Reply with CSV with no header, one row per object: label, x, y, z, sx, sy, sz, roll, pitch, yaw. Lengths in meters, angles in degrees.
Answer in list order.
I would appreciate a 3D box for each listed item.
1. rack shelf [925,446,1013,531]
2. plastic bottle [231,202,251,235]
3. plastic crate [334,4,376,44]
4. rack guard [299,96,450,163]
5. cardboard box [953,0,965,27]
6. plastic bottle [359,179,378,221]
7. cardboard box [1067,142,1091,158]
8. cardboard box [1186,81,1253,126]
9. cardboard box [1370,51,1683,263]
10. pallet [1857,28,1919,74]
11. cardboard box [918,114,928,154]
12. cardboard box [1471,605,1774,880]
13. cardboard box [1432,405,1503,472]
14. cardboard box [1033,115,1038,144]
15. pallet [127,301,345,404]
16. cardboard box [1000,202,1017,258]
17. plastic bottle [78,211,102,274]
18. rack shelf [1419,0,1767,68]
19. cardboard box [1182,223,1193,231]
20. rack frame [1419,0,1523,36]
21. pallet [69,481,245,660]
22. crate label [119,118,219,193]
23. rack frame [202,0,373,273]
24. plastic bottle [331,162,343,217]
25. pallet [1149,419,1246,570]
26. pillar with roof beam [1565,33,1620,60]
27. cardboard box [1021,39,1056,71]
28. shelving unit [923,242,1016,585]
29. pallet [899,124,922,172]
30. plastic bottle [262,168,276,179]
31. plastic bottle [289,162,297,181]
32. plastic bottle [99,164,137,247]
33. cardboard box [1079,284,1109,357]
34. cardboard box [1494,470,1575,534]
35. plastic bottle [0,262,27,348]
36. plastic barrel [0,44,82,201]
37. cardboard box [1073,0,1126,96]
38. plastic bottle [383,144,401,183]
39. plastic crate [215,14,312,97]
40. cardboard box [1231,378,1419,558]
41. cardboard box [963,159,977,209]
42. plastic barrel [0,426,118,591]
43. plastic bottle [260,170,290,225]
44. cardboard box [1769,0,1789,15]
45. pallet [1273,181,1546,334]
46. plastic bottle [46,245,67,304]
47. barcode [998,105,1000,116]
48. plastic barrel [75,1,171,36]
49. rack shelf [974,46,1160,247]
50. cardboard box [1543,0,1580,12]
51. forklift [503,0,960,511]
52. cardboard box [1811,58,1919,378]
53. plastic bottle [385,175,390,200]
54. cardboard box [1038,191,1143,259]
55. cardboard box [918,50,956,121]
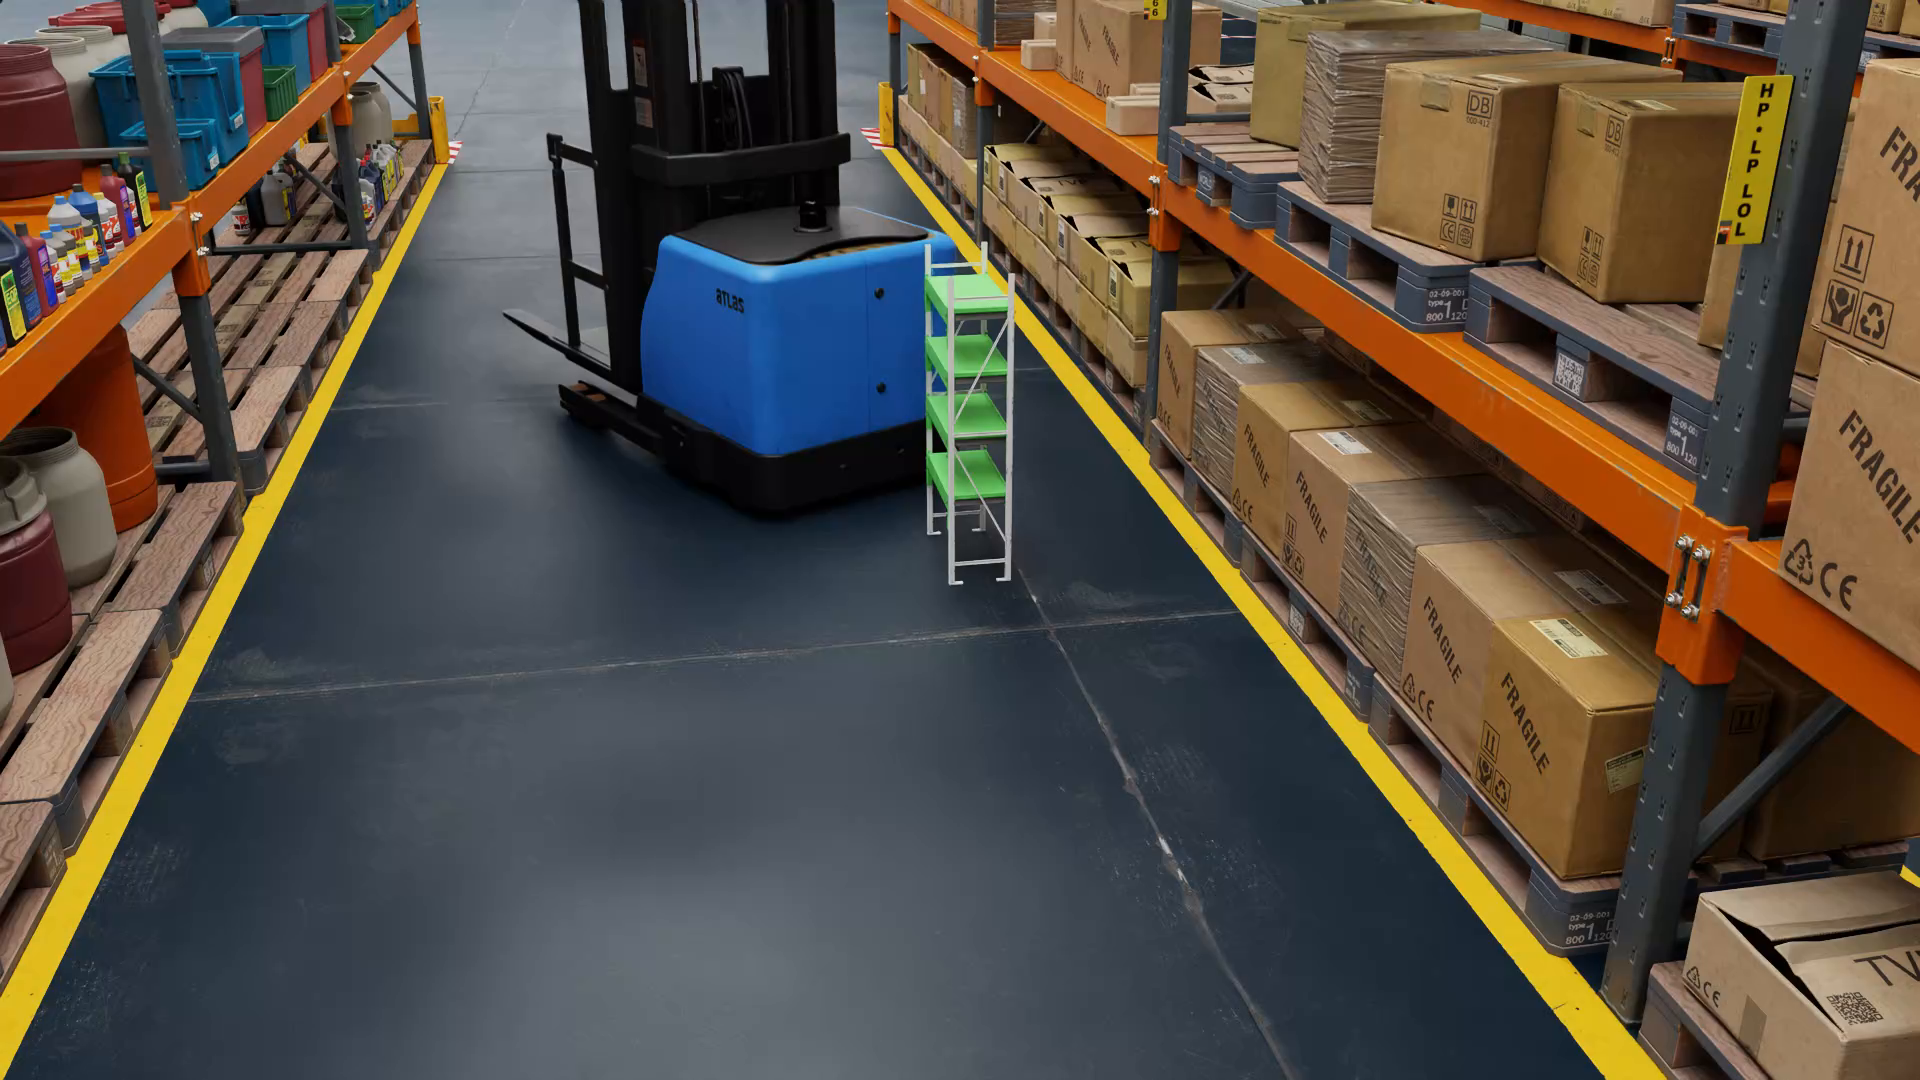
rack shelf,0.031,-0.206,6.482,0.258,0.148,0.480,-4,24,-10
plastic bottle,-4.627,-2.071,10.692,0.097,0.201,0.097,0,24,0
plastic crate,-4.227,-3.490,11.258,0.450,0.188,0.662,-4,24,-10
rack guard,-4.933,-3.434,13.988,1.175,0.500,0.348,-4,24,-10
cardboard box,0.334,-4.022,12.087,0.700,0.500,0.500,-4,24,-9
plastic bottle,-3.968,-2.269,11.050,0.152,0.276,0.135,-3,24,-8
cardboard box,0.972,-2.449,10.819,0.500,0.311,0.500,-4,24,-10
cardboard box,1.331,-1.930,7.532,0.500,0.311,0.500,-3,24,-6
cardboard box,1.707,-1.180,5.053,0.700,0.500,0.500,-11,26,-23
pallet,5.816,-2.880,9.836,1.003,0.211,1.213,-4,24,-10
cardboard box,-0.056,-3.283,13.430,0.500,0.250,0.500,-4,24,-10
cardboard box,1.722,0.520,4.385,0.500,0.500,0.500,-4,24,-10
cardboard box,1.966,-0.450,5.668,0.500,0.250,0.500,-5,24,-11
cardboard box,0.737,-3.075,12.017,0.500,0.500,0.500,-4,24,-10
pallet,-3.841,-0.968,8.702,1.003,0.211,1.213,-4,24,-10
cardboard box,0.540,-1.952,10.382,0.500,0.250,0.500,-4,24,-8
plastic bottle,-2.920,-0.988,5.513,0.097,0.201,0.097,0,24,0
rack shelf,5.113,-4.223,13.570,1.077,0.370,4.000,-4,24,-10
cardboard box,1.349,-1.648,8.986,0.500,0.311,0.500,-5,24,-11
rack frame,4.743,-5.339,15.227,1.000,3.000,0.127,-4,24,-10
pallet,-3.327,0.126,6.198,1.003,0.211,1.213,-4,24,-10
crate label,-3.223,-1.576,6.820,0.303,0.233,0.416,-4,24,-10
rack frame,-4.253,-3.032,9.946,1.000,3.000,0.127,-4,24,-10
plastic bottle,-4.137,-2.358,11.161,0.144,0.351,0.185,-4,24,-10
pallet,1.456,-0.250,7.058,1.003,0.211,1.213,-4,24,-10
pillar with roof beam,1.492,-7.558,12.813,9.100,9.000,0.400,-4,24,-10
cardboard box,0.578,-2.919,9.999,0.380,0.149,0.250,-4,24,-10
shelving unit,0.031,-0.485,6.361,0.258,1.200,0.503,-4,24,-10
pallet,0.058,-3.395,14.260,1.003,0.211,1.213,-4,24,-10
plastic bottle,-4.751,-2.455,11.383,0.144,0.351,0.185,-4,24,-10
plastic bottle,-4.945,-2.748,12.241,0.097,0.201,0.097,0,24,0
plastic bottle,-2.977,-1.187,5.867,0.061,0.283,0.133,-4,24,-10
cardboard box,0.919,-1.148,8.542,0.500,0.250,0.500,-5,24,-10
cardboard box,2.050,0.079,5.396,0.500,0.500,0.500,-4,24,-9
plastic bottle,-2.749,-0.703,4.758,0.061,0.283,0.133,-4,24,-10
plastic barrel,-3.897,-1.682,6.682,0.600,0.536,0.708,-4,24,-10
cardboard box,0.931,-2.736,9.142,0.500,0.500,0.500,-4,24,-10
plastic bottle,-4.203,-2.768,12.194,0.152,0.276,0.135,-4,24,-9
plastic crate,-3.744,-2.614,9.008,0.392,0.384,0.575,-4,24,-10
cardboard box,1.348,-0.277,6.210,0.500,0.500,0.500,-5,24,-10
cardboard box,0.315,-2.496,11.628,0.500,0.250,0.500,-4,24,-10
plastic barrel,-3.214,-0.105,5.826,0.421,0.512,0.421,0,24,0
plastic bottle,-4.514,-2.263,10.943,0.144,0.351,0.185,-4,24,-10
cardboard box,5.640,-3.590,10.548,0.700,0.500,0.500,-2,24,-4
pallet,1.719,-0.972,5.467,1.003,0.211,1.213,-4,24,-10
plastic bottle,-2.848,-0.835,5.162,0.097,0.201,0.097,0,24,0
barcode,0.253,-2.762,10.701,0.001,0.075,0.075,-4,24,-10
plastic barrel,-4.156,-2.414,8.359,0.433,0.535,0.433,0,24,0
rack shelf,0.985,-2.281,9.124,1.077,0.370,4.000,-4,24,-10
cardboard box,4.905,-4.263,12.926,0.500,0.250,0.500,-4,24,-10
forklift,-1.298,-1.987,7.636,1.130,2.935,3.031,-17,29,-34
cardboard box,1.905,-0.549,2.885,0.500,0.500,0.500,-4,24,-8
plastic bottle,-4.059,-2.487,11.644,0.097,0.201,0.097,0,24,0
cardboard box,0.732,-1.801,9.337,0.500,0.311,0.500,-4,24,-8
cardboard box,-0.044,-3.627,13.281,0.500,0.500,0.500,-4,24,-10
